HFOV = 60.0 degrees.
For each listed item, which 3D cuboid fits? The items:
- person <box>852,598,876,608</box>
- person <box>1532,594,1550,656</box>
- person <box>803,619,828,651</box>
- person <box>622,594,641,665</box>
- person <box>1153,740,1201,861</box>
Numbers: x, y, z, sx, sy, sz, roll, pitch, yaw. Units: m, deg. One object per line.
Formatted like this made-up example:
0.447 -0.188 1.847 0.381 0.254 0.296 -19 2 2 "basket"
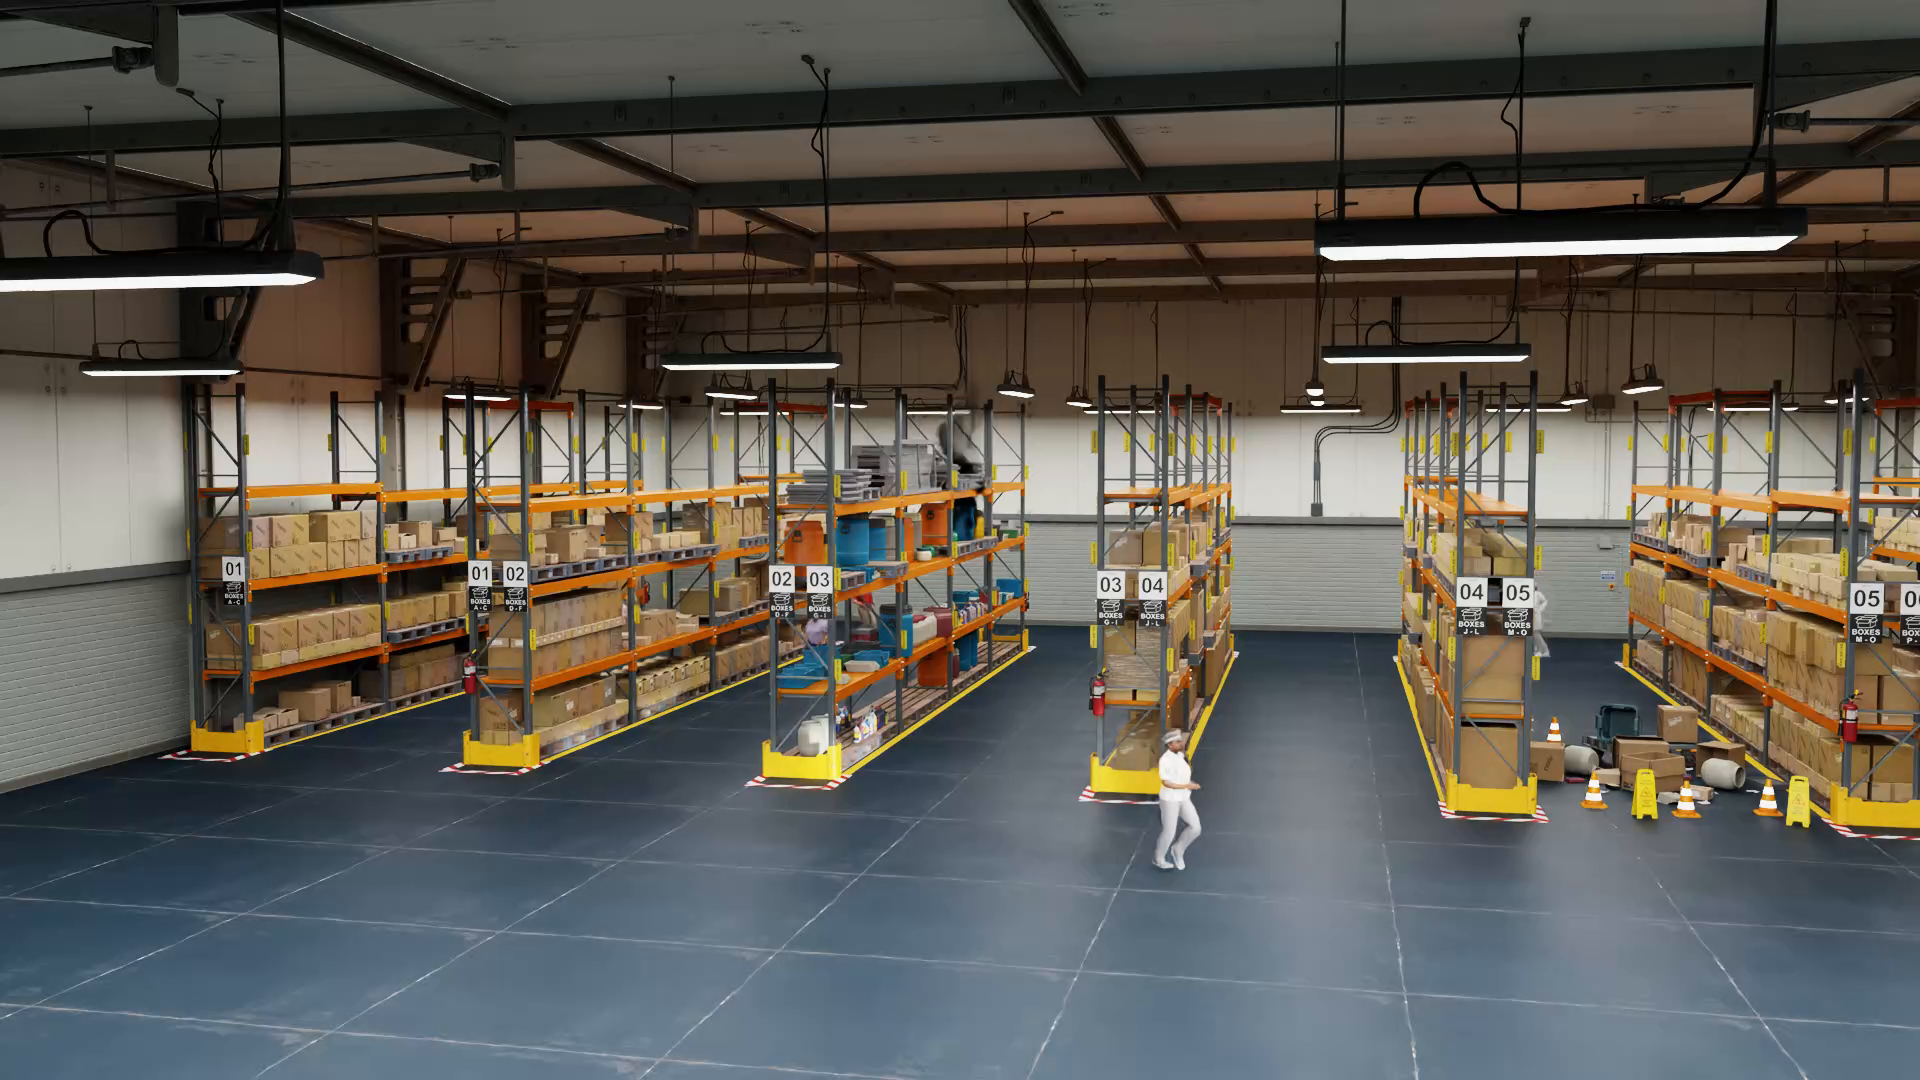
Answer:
-2.386 1.318 41.736 0.673 0.788 0.536 -3 4 -39 "person"
13.554 2.010 39.174 0.666 1.583 0.597 1 3 20 "person"
-2.958 2.241 34.253 0.618 1.629 0.742 1 3 13 "person"
-7.222 1.997 36.183 0.695 1.657 0.791 1 3 13 "person"
2.546 3.023 19.447 0.637 1.531 0.544 3 5 45 "person"
